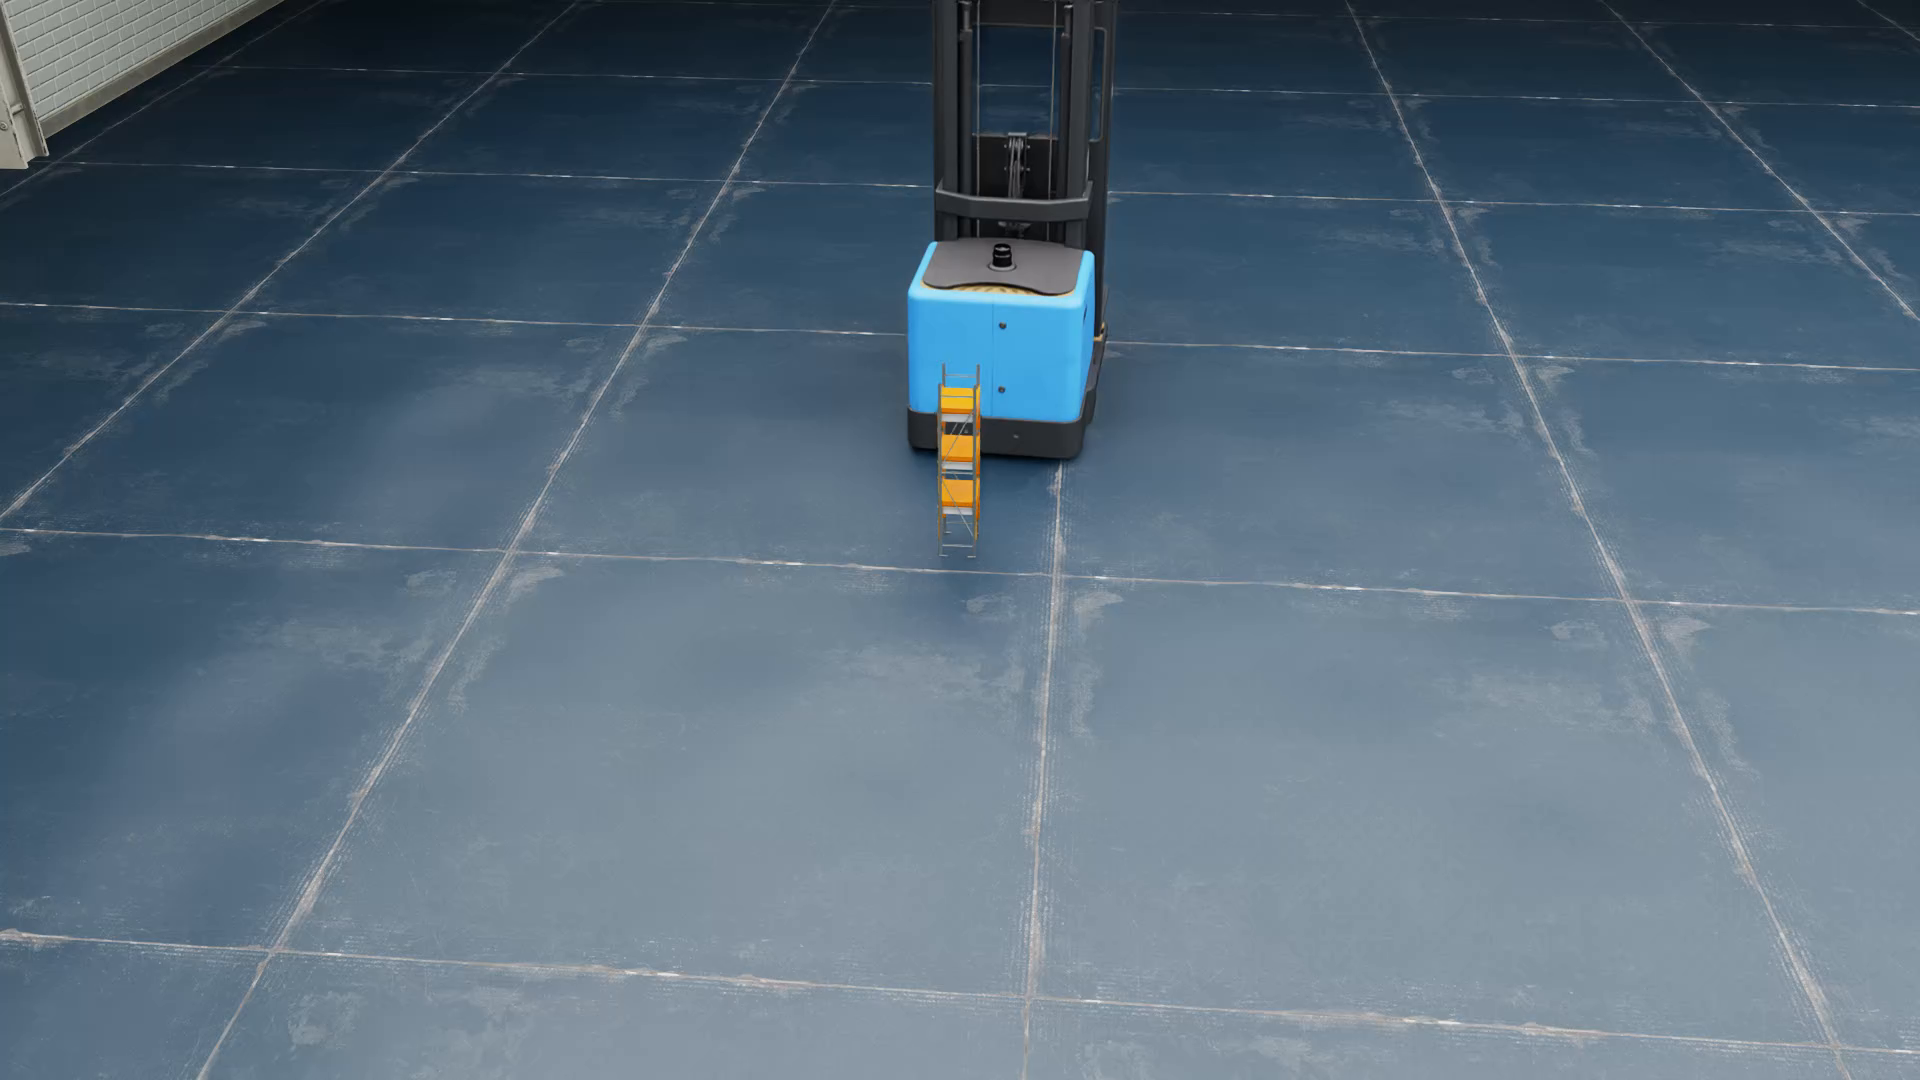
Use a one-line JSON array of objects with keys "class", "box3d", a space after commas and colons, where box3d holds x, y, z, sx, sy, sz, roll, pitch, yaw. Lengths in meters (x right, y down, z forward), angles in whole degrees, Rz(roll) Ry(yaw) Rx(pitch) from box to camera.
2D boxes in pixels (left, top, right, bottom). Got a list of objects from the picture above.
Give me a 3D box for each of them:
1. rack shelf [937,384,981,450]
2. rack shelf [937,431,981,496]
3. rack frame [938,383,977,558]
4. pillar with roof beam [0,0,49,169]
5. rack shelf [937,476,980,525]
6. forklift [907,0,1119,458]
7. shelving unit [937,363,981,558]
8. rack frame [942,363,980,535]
[{"class": "rack shelf", "box3d": [-0.004, -0.652, 8.786, 0.215, 0.259, 0.240, 2, 32, 4]}, {"class": "rack shelf", "box3d": [-0.004, -0.410, 8.935, 0.215, 0.259, 0.240, 2, 32, 4]}, {"class": "rack frame", "box3d": [-0.014, -0.355, 8.826, 0.200, 1.050, 0.008, 2, 32, 4]}, {"class": "pillar with roof beam", "box3d": [-3.998, -6.991, 12.017, 9.100, 9.000, 0.400, 2, 32, 4]}, {"class": "rack shelf", "box3d": [-0.004, -0.173, 9.081, 0.215, 0.259, 0.240, 2, 32, 4]}, {"class": "forklift", "box3d": [0.417, -2.491, 10.498, 1.130, 2.935, 3.031, 5, 32, 7]}, {"class": "shelving unit", "box3d": [-0.004, -0.419, 8.929, 0.215, 1.050, 0.252, 2, 32, 4]}, {"class": "rack frame", "box3d": [0.006, -0.483, 9.033, 0.200, 1.050, 0.008, 2, 32, 4]}]
